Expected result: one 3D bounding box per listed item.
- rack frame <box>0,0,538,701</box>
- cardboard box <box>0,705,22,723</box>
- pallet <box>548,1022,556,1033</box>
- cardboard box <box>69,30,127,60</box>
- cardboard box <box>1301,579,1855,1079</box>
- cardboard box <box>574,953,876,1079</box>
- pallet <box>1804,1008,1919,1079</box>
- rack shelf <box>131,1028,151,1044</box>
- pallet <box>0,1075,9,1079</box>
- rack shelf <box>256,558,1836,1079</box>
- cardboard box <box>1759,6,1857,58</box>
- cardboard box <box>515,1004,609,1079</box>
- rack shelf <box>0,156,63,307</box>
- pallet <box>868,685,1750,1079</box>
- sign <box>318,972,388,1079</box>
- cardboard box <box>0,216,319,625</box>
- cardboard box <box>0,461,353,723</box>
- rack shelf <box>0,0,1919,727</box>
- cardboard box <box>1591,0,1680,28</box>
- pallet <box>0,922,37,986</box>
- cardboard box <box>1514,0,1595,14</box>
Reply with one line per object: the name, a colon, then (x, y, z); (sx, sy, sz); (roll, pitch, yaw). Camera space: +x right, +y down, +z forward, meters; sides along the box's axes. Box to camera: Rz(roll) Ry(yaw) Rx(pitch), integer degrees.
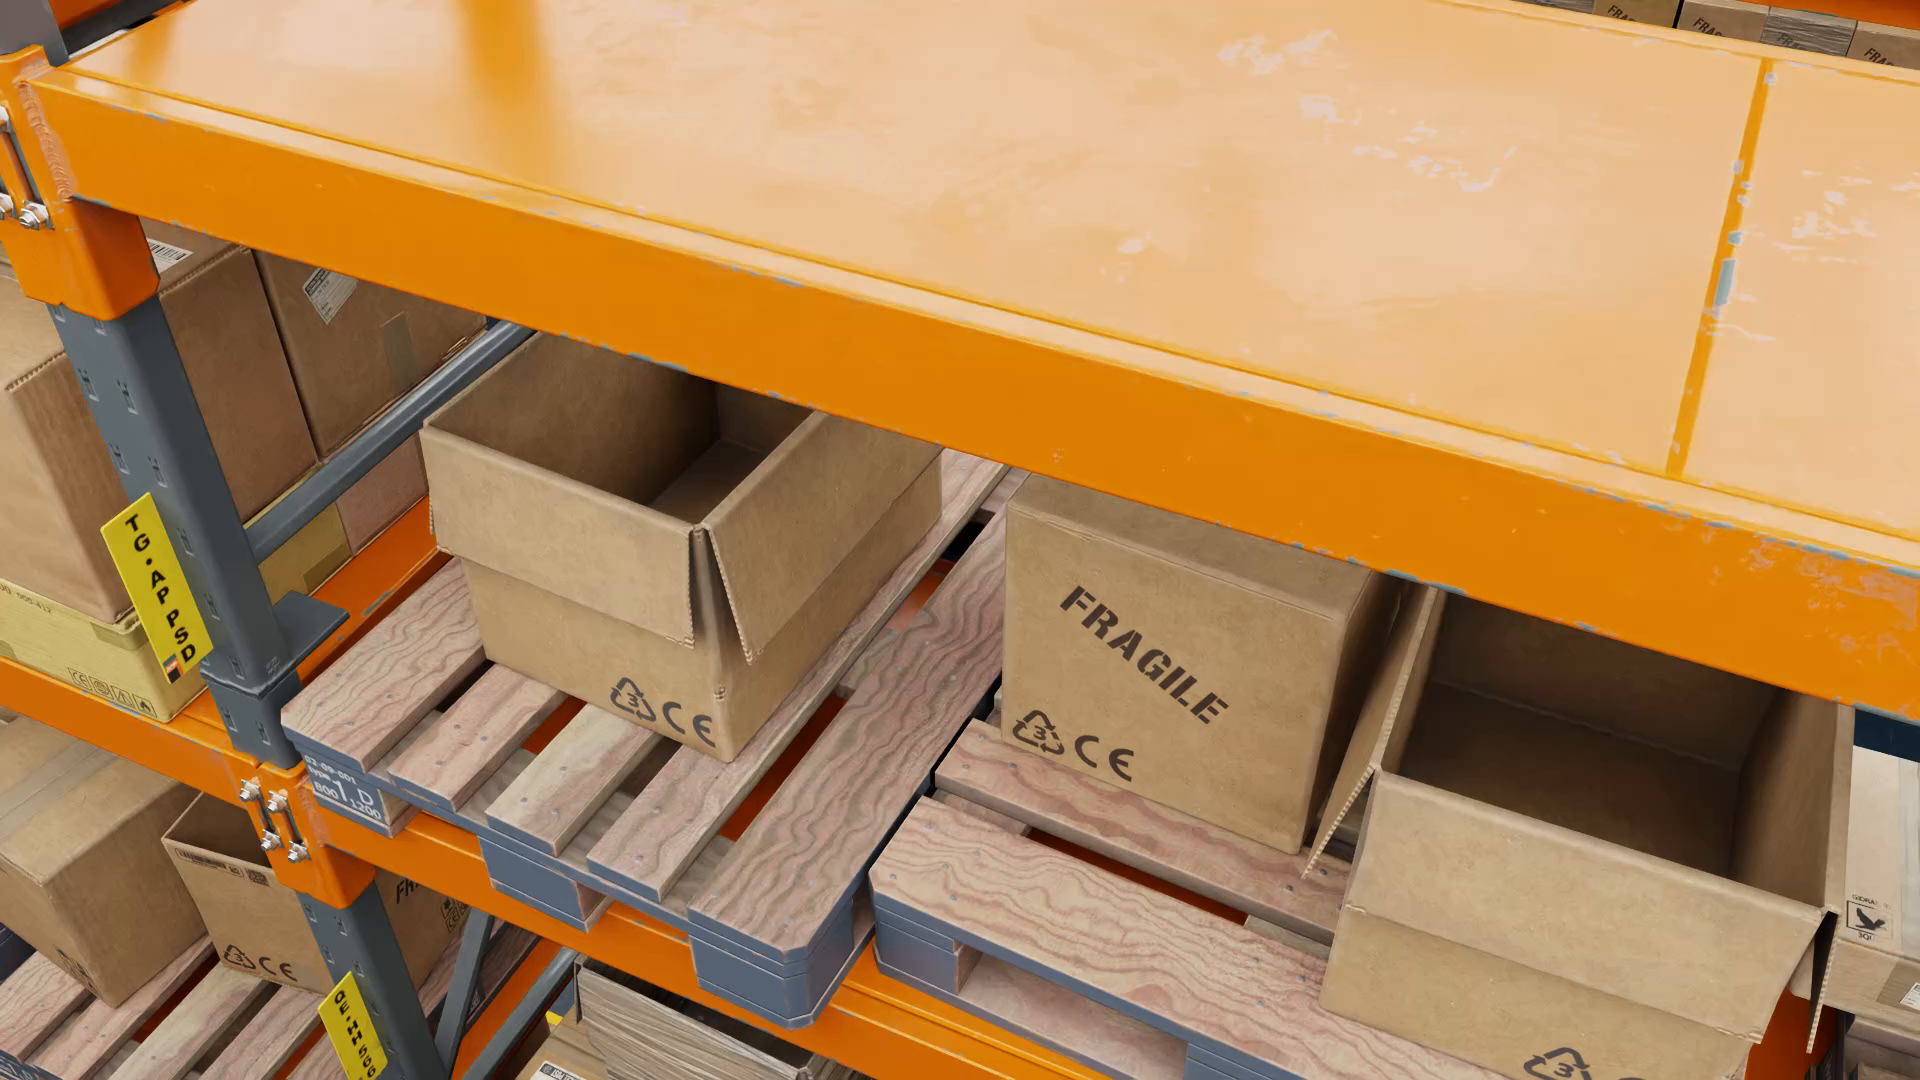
rack frame: (-1.002, -1.182, 2.127); (0.127, 3.000, 1.000); (17, 44, 19)
cardboard box: (-2.424, 0.382, 4.697); (0.500, 0.250, 0.500); (16, 43, 17)
pallet: (-1.710, 1.921, 5.256); (1.213, 0.211, 1.003); (17, 44, 19)
cardboard box: (-1.778, -0.701, 3.404); (0.500, 0.500, 0.500); (17, 44, 19)
cardboard box: (0.858, 0.307, 2.300); (0.637, 0.503, 0.797); (16, 44, 18)
cardboard box: (-0.347, 0.880, 3.486); (0.637, 0.503, 0.797); (18, 44, 20)
pallet: (1.771, 0.907, 2.153); (1.217, 0.209, 0.805); (15, 43, 17)
rack shelf: (-2.815, 0.803, 4.967); (4.000, 0.370, 1.077); (17, 44, 19)
pallet: (-2.812, 1.583, 5.647); (1.213, 0.211, 1.003); (17, 44, 19)
rack shelf: (0.810, 0.777, 2.706); (4.000, 0.370, 1.077); (17, 44, 19)
cardboard box: (5.347, -3.155, 10.557); (0.500, 0.500, 0.500); (18, 44, 19)
cardboard box: (-0.677, 1.343, 3.718); (0.500, 0.500, 0.500); (18, 44, 20)
rack shelf: (-2.815, -1.313, 3.133); (4.000, 0.370, 1.077); (17, 44, 19)
pallet: (0.618, 0.478, 2.647); (1.213, 0.211, 1.003); (19, 44, 21)
sign: (-1.223, 1.002, 3.364); (0.005, 0.325, 0.100); (17, 44, 19)
cardboard box: (-1.541, -0.259, 2.894); (0.500, 0.500, 0.500); (18, 44, 20)
cardboard box: (-1.537, 0.022, 3.143); (0.500, 0.250, 0.500); (17, 44, 19)
rack shelf: (0.810, -0.205, 1.855); (4.000, 0.370, 1.077); (17, 44, 19)
cardboard box: (4.410, -3.436, 10.881); (0.500, 0.500, 0.500); (16, 44, 18)
pallet: (-2.814, 0.633, 4.759); (1.213, 0.211, 1.003); (17, 44, 19)
cardboard box: (3.958, -3.578, 11.045); (0.500, 0.500, 0.500); (15, 43, 17)
